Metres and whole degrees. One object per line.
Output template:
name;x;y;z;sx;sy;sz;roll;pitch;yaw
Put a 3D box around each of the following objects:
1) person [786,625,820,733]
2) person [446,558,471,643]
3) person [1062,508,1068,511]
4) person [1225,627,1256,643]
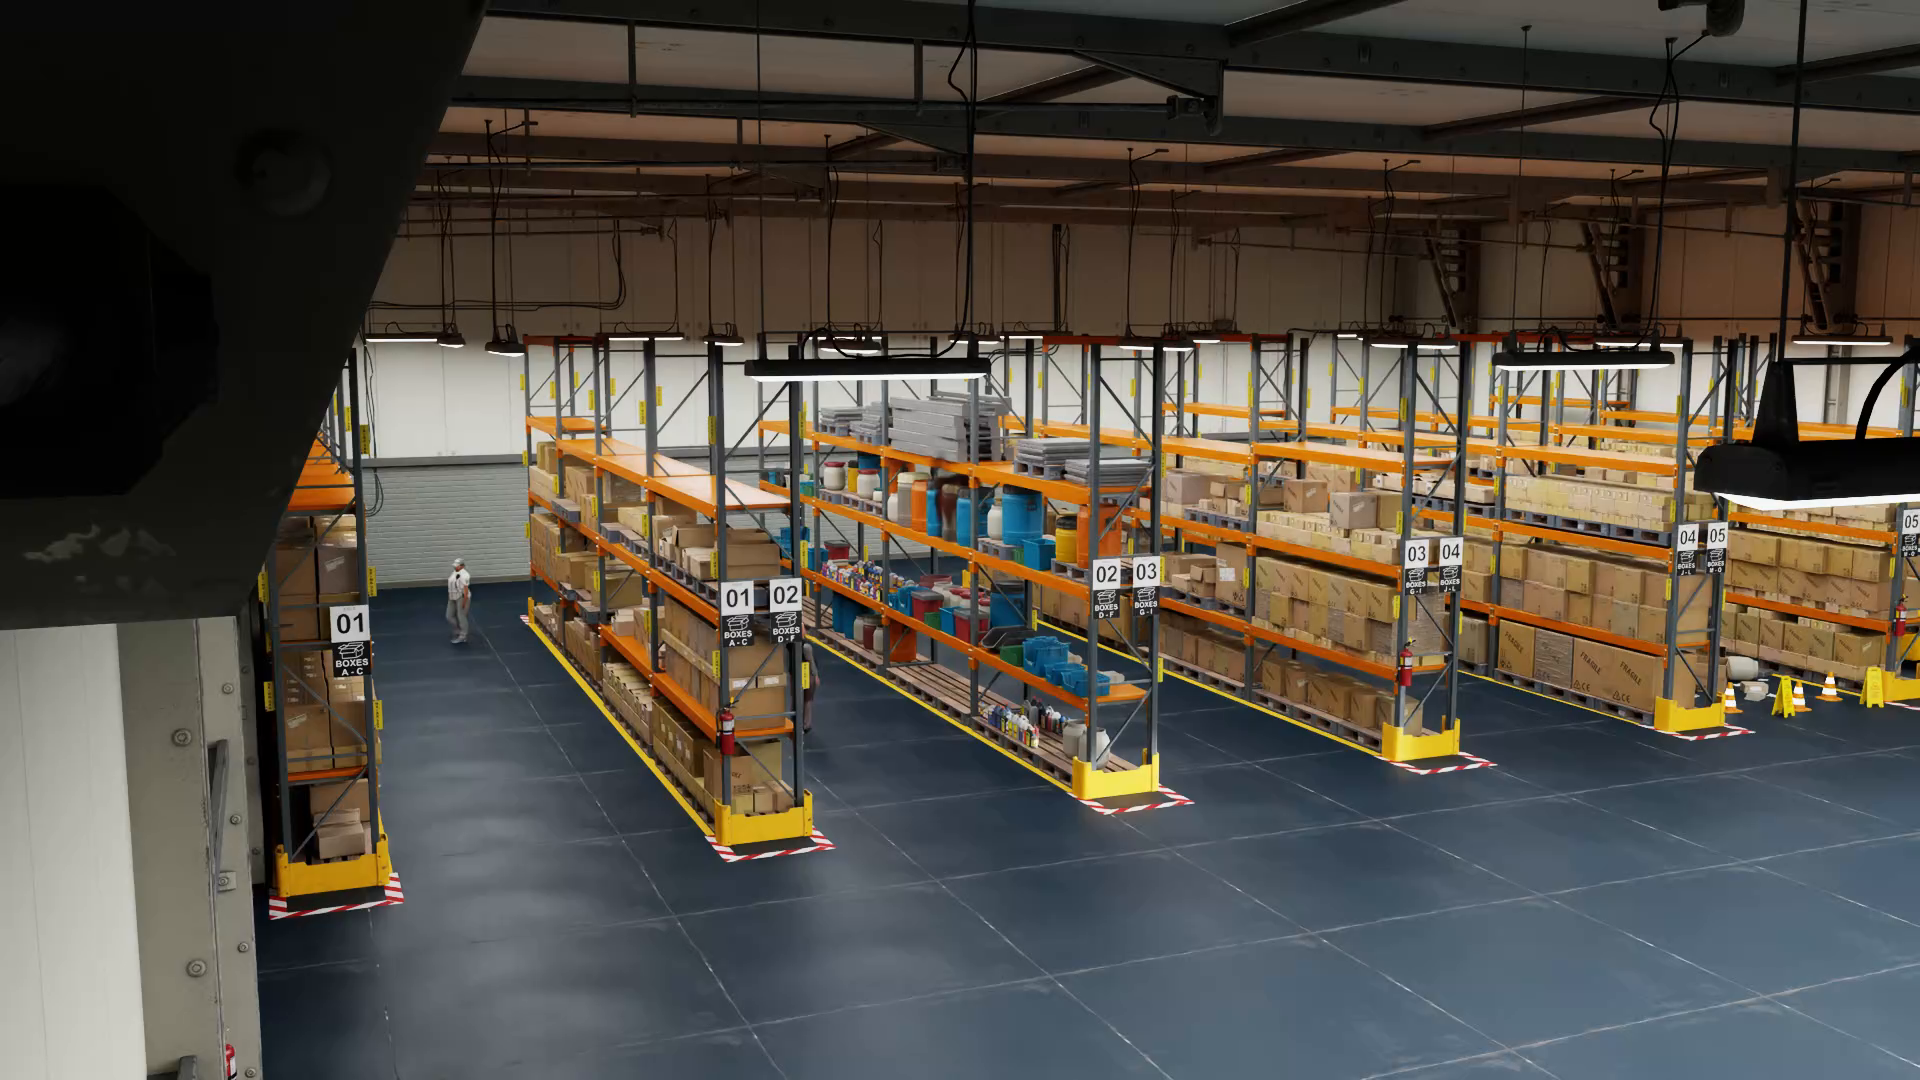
person;-2.409;2.091;25.350;0.549;1.706;0.481;2;8;14
person;-9.850;1.205;32.620;0.550;1.719;0.413;6;10;37
person;2.657;0.004;41.458;0.447;1.613;1.039;-3;8;-24
person;5.566;1.163;32.649;0.507;1.655;0.708;-4;8;-26
